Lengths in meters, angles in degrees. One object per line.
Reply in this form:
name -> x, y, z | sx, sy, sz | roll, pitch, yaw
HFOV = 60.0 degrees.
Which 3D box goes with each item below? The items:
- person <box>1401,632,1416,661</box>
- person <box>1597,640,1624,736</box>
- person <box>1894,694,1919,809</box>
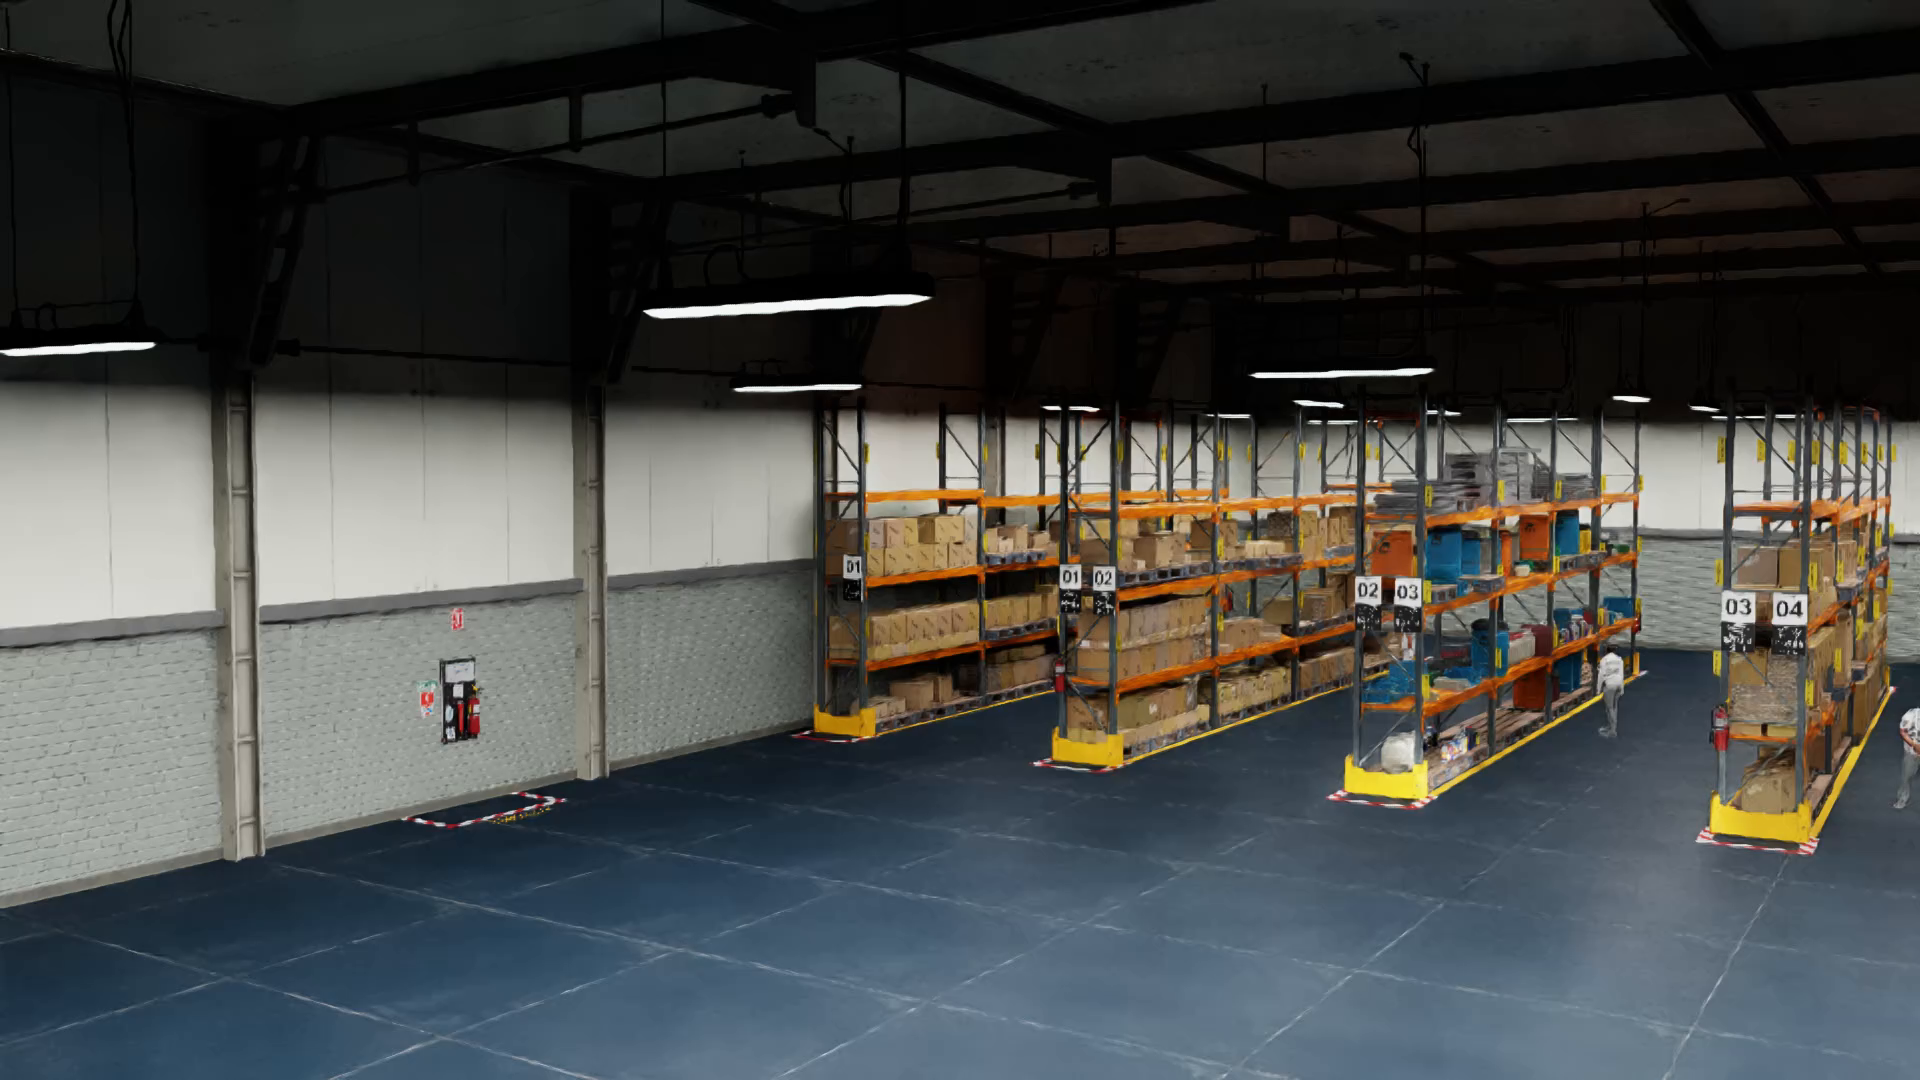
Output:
person -> 9.367, 2.271, 34.585 | 0.398, 1.792, 0.659 | 1, 3, 11
person -> 11.506, 2.608, 29.452 | 0.573, 1.667, 0.544 | -1, 3, -26
person -> 13.397, 2.937, 23.099 | 0.702, 1.695, 0.808 | 1, 3, 13
